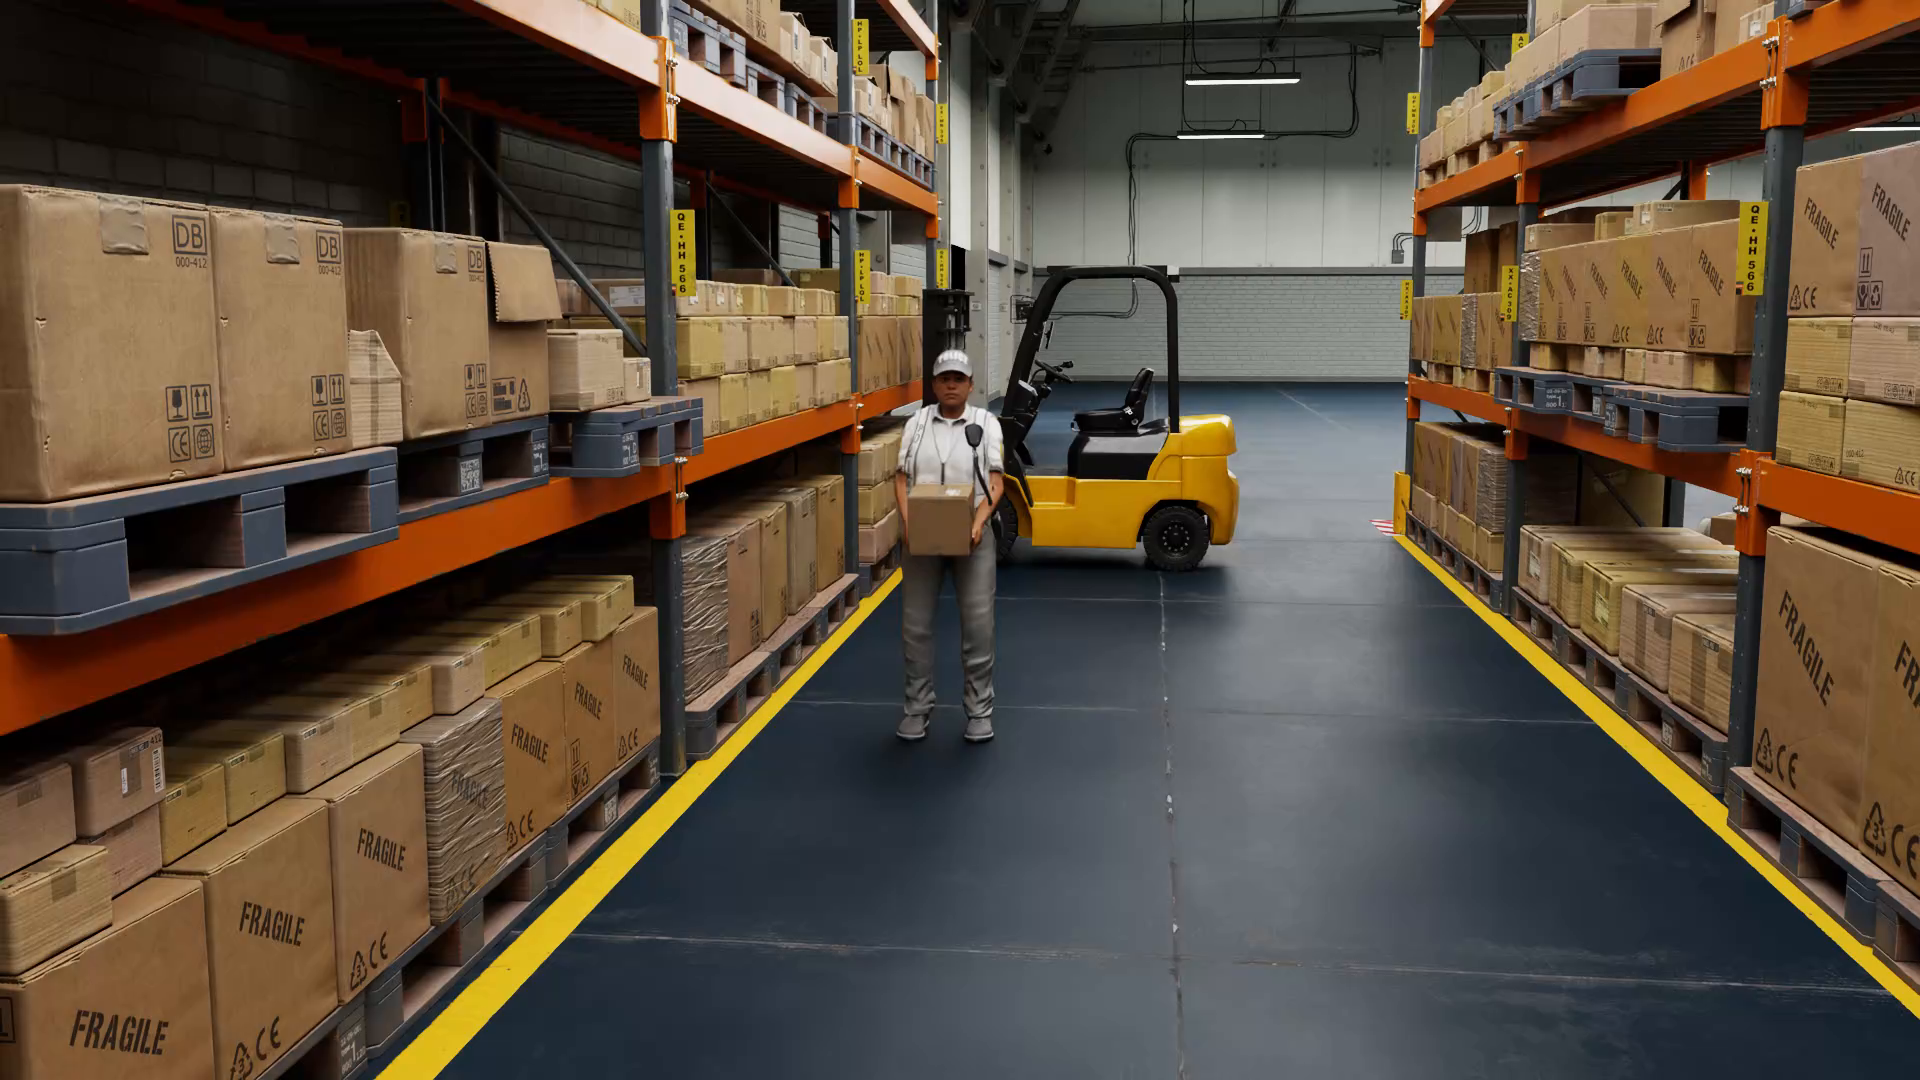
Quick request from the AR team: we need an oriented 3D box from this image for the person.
[{"bbox_3d":[-0.050,0.026,7.090,0.471,1.664,0.536,1,8,6],"label":"person"}]
